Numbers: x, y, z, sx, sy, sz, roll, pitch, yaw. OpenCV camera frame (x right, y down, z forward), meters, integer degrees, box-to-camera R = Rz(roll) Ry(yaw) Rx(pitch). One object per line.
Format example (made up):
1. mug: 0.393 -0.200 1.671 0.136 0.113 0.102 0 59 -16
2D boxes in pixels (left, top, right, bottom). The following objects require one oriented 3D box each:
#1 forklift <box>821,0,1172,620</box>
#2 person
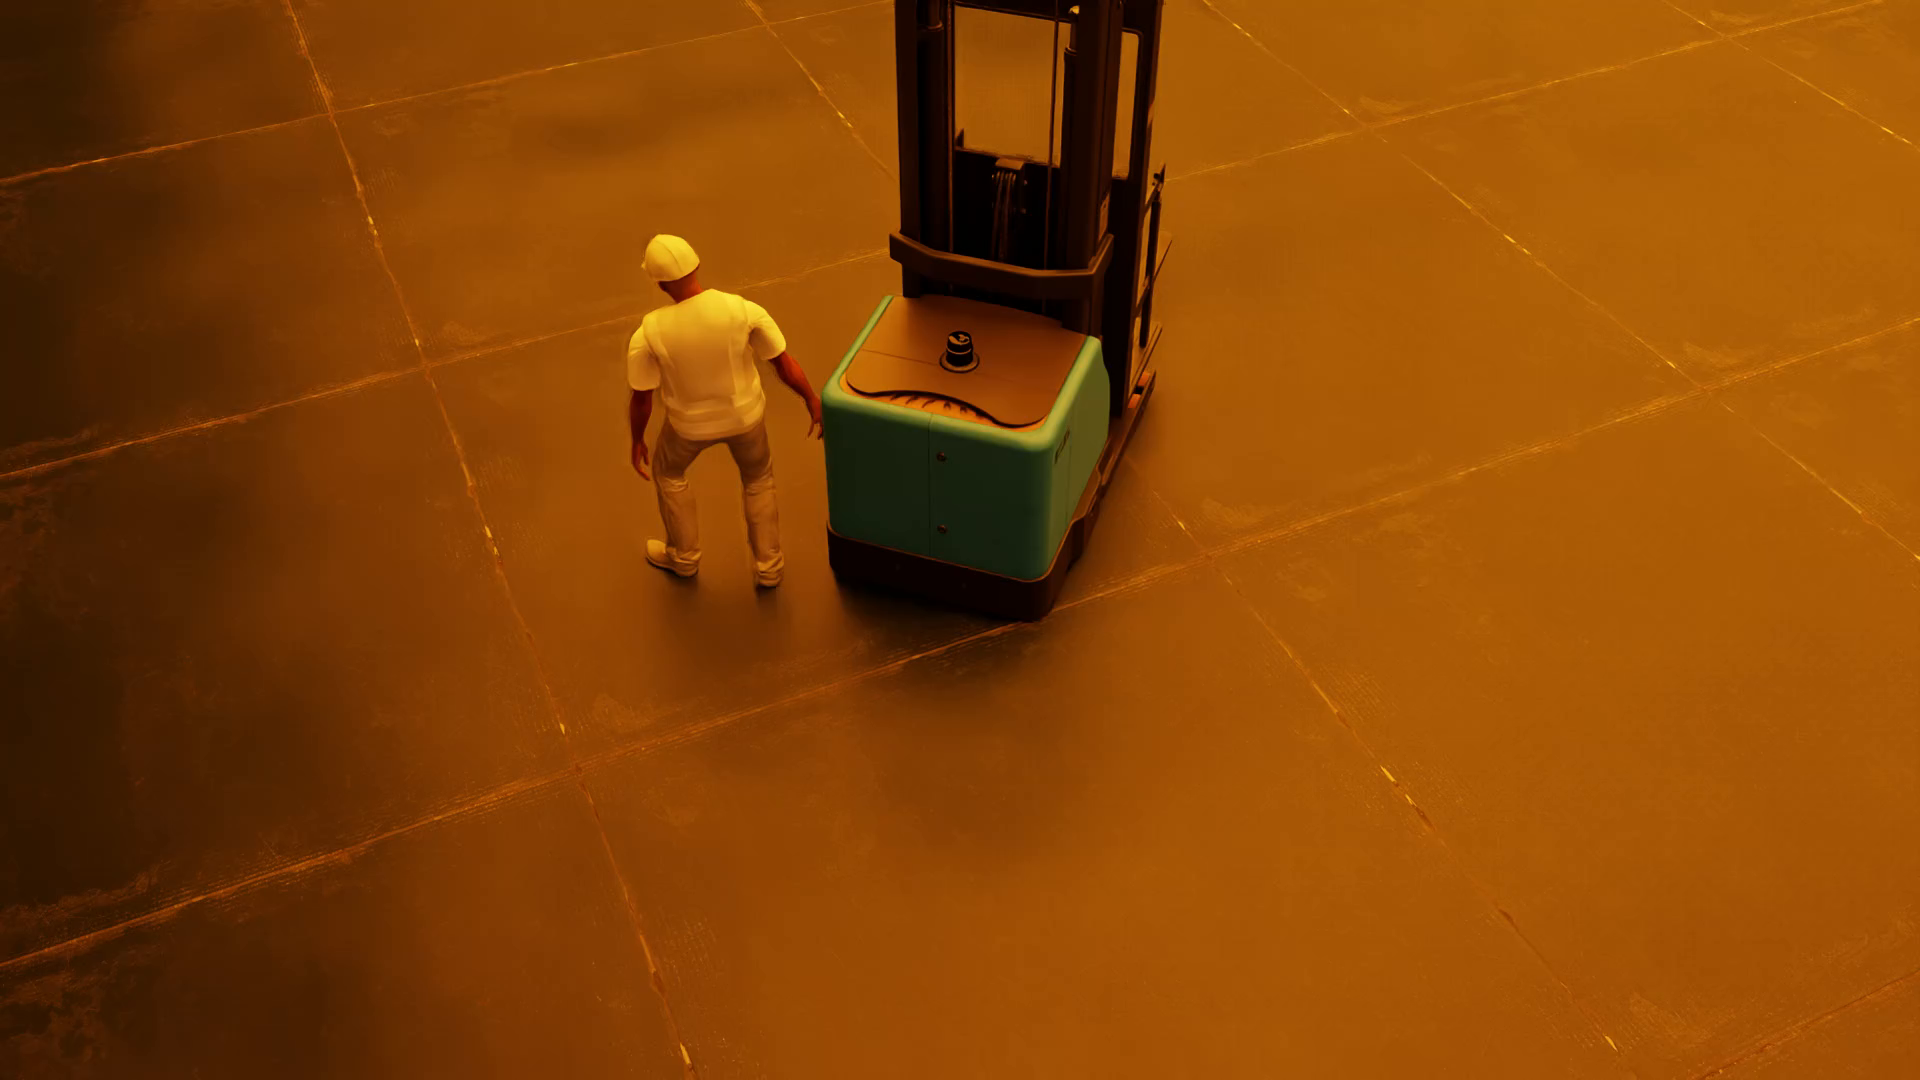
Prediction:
1. forklift: 0.369 -1.736 7.541 1.130 2.935 3.031 13 45 14
2. person: -1.021 -0.532 7.183 0.879 1.740 0.487 -7 43 -7
